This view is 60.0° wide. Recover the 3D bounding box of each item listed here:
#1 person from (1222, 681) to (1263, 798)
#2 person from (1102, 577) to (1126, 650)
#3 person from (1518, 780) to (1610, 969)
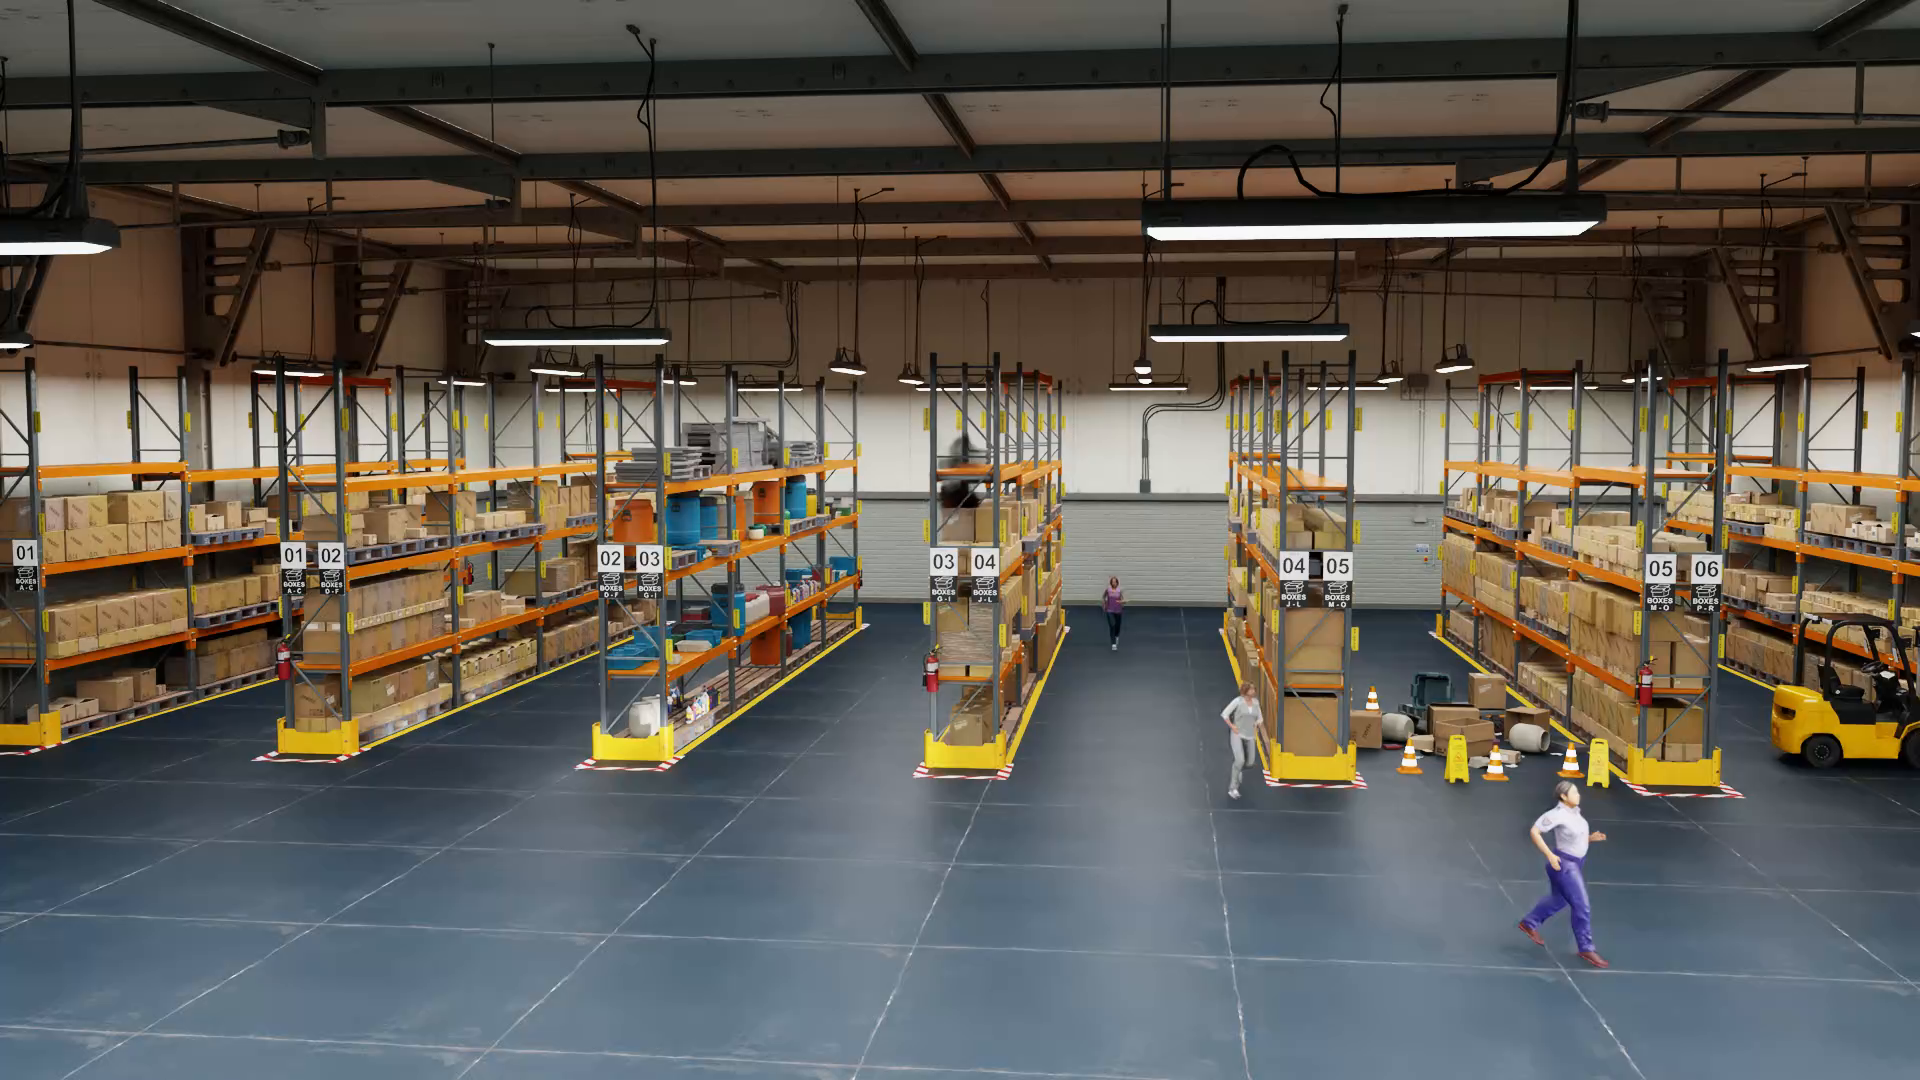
[{"bbox_3d":[3.831,2.667,22.491,0.565,1.546,0.647,-1,4,-15],"label":"person"},{"bbox_3d":[3.400,1.597,36.698,0.537,1.582,0.850,0,4,4],"label":"person"},{"bbox_3d":[5.647,3.070,15.500,0.877,1.671,0.594,3,5,35],"label":"person"}]
